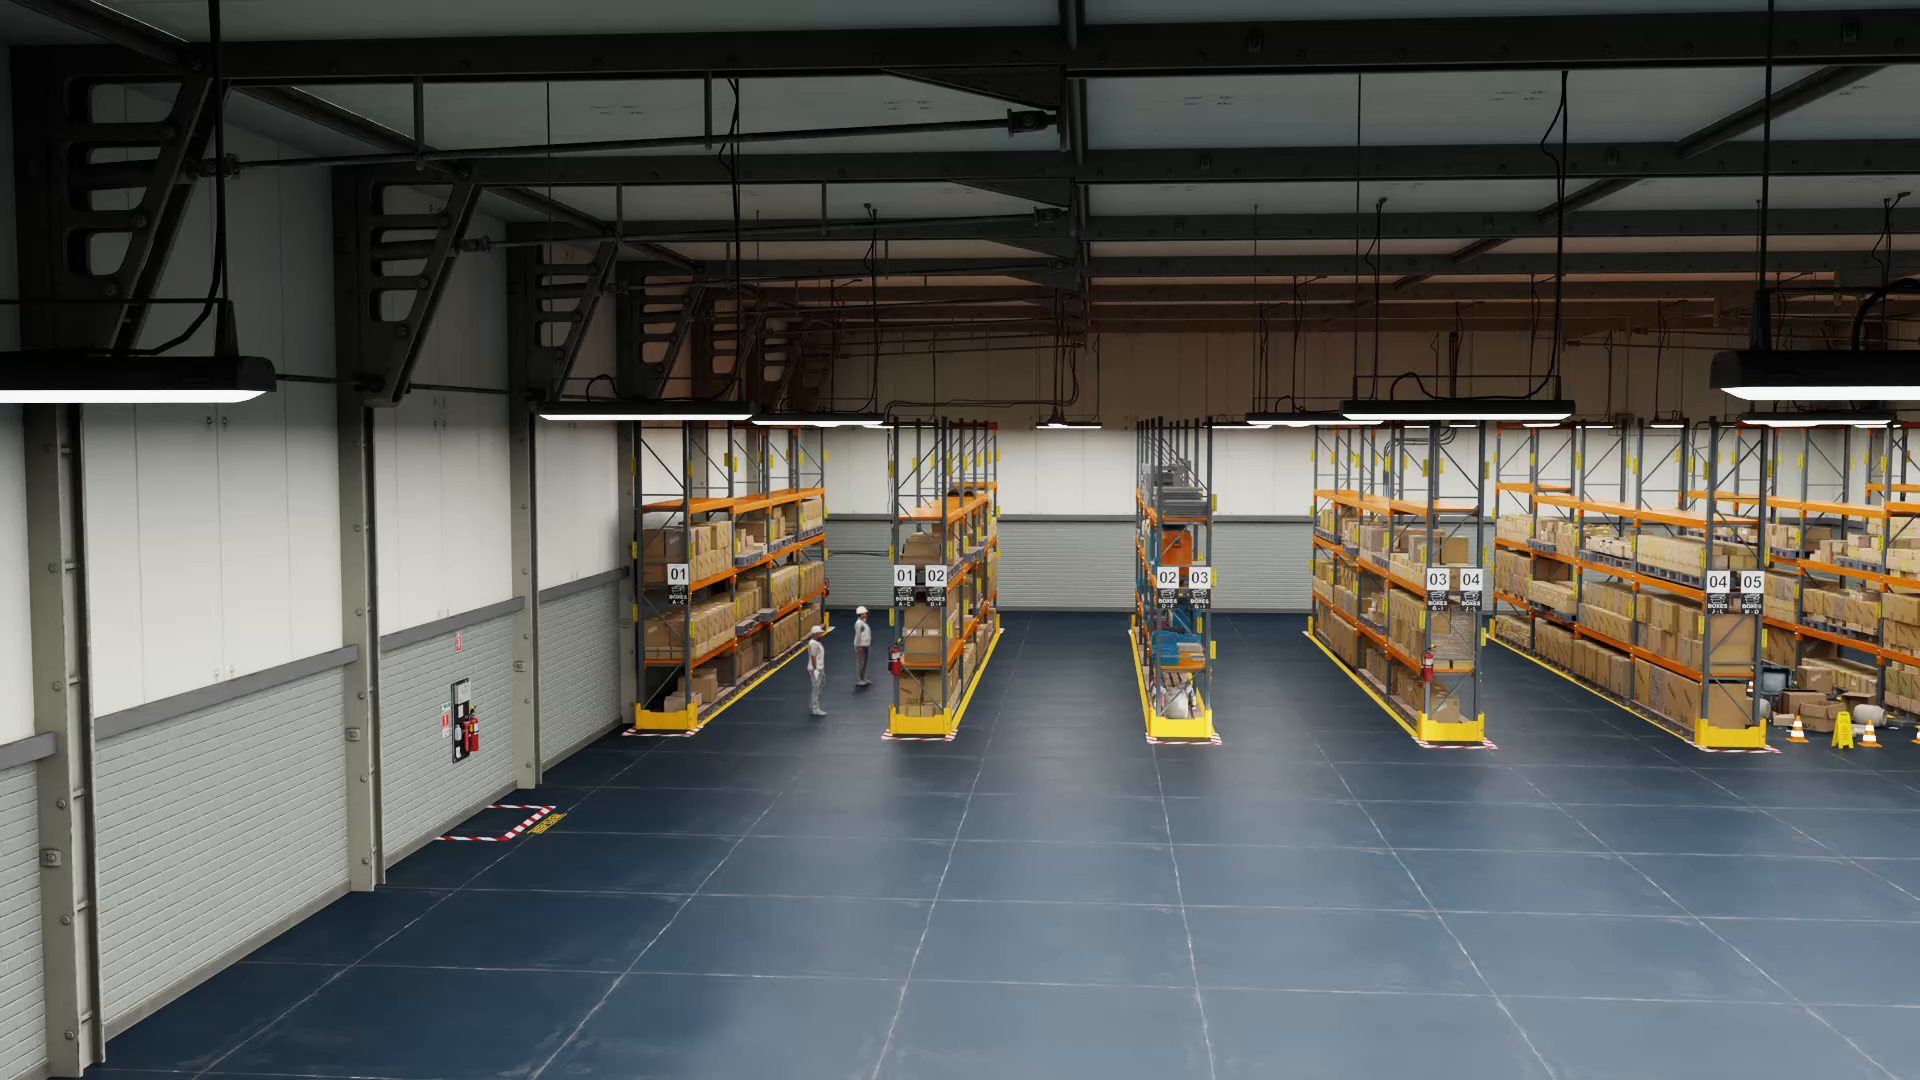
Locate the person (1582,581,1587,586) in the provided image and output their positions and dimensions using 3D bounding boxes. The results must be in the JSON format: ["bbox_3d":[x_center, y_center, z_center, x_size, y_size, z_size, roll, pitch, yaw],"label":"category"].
[{"bbox_3d":[17.031,1.951,45.251,0.439,1.662,0.509,2,4,26],"label":"person"}]

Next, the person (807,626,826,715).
[{"bbox_3d":[-2.893,2.664,33.706,0.395,1.859,0.631,0,4,1],"label":"person"}]

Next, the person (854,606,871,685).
[{"bbox_3d":[-2.201,2.384,37.531,0.362,1.783,0.621,1,4,9],"label":"person"}]
